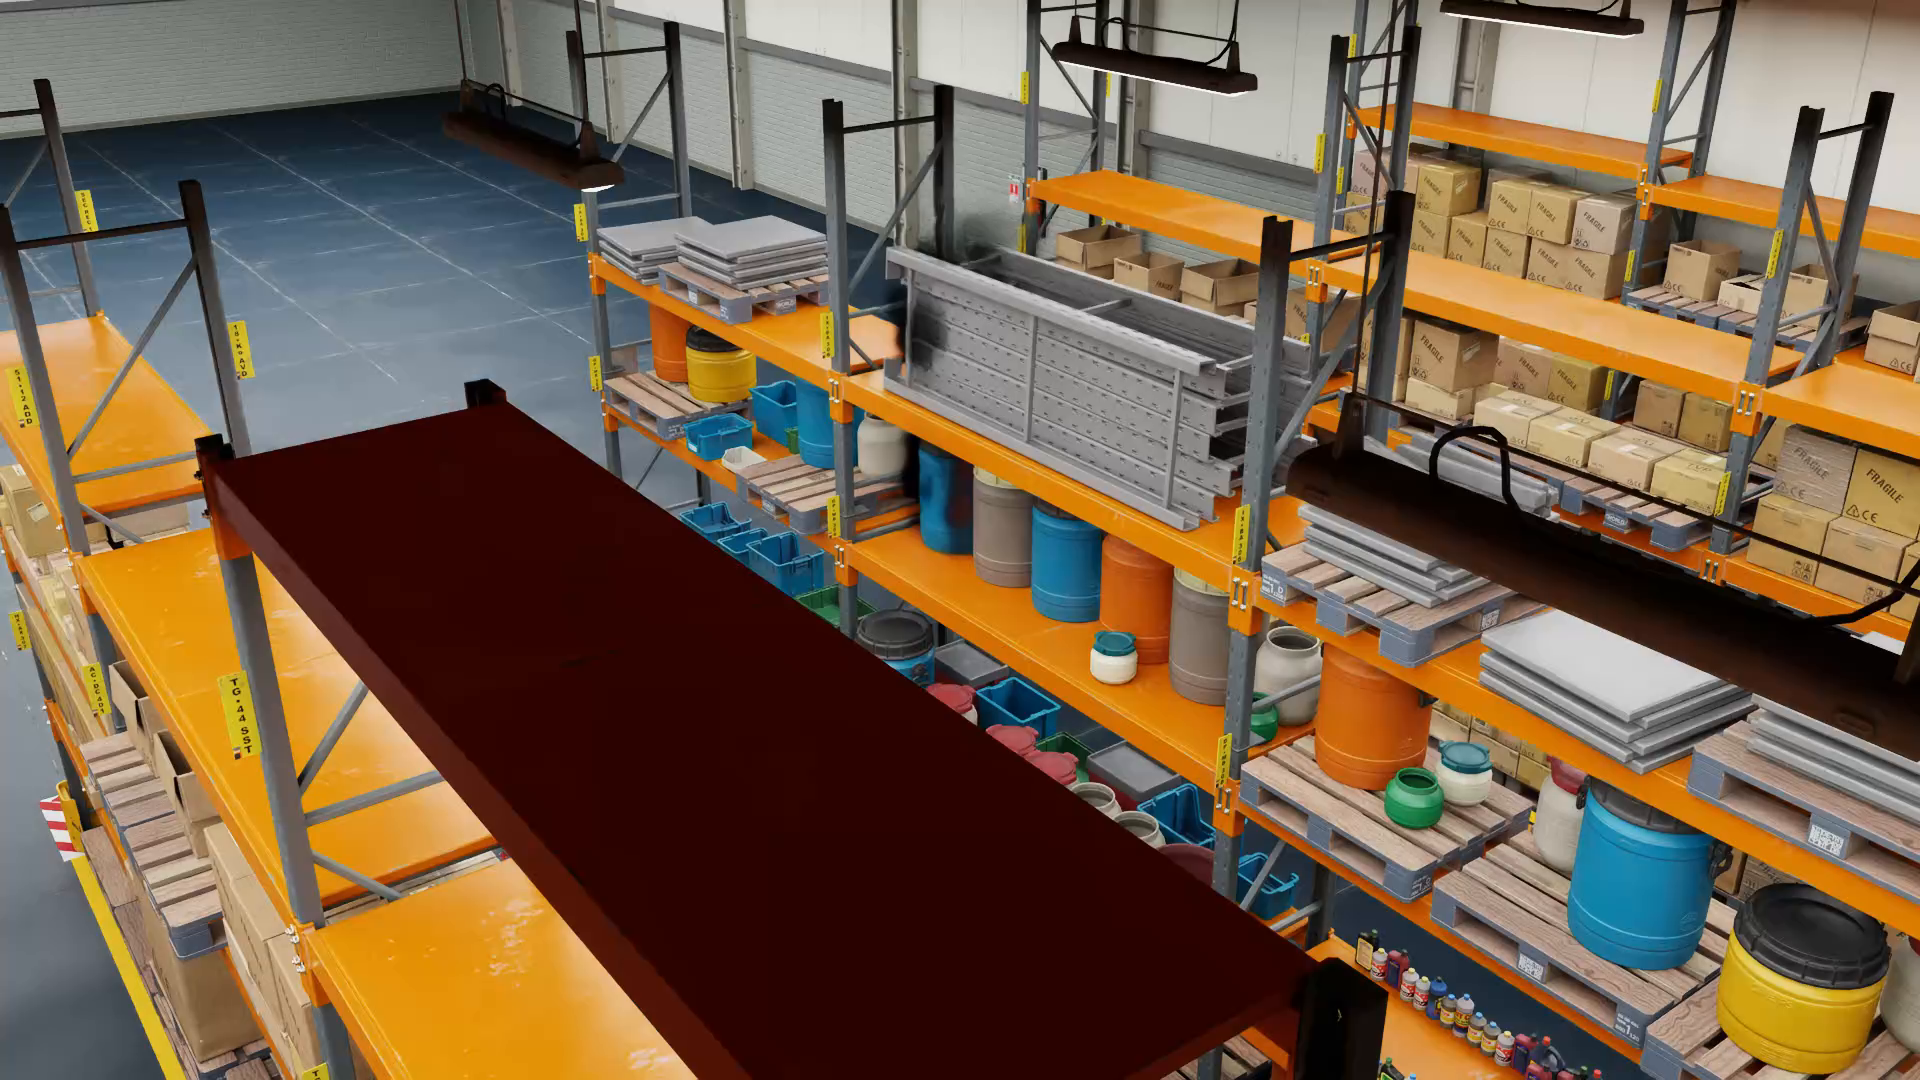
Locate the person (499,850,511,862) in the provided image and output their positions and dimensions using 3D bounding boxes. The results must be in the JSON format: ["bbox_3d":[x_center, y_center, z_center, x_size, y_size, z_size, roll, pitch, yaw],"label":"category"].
[{"bbox_3d":[-2.774,2.465,10.890,0.659,1.781,0.898,-20,32,-37],"label":"person"}]
